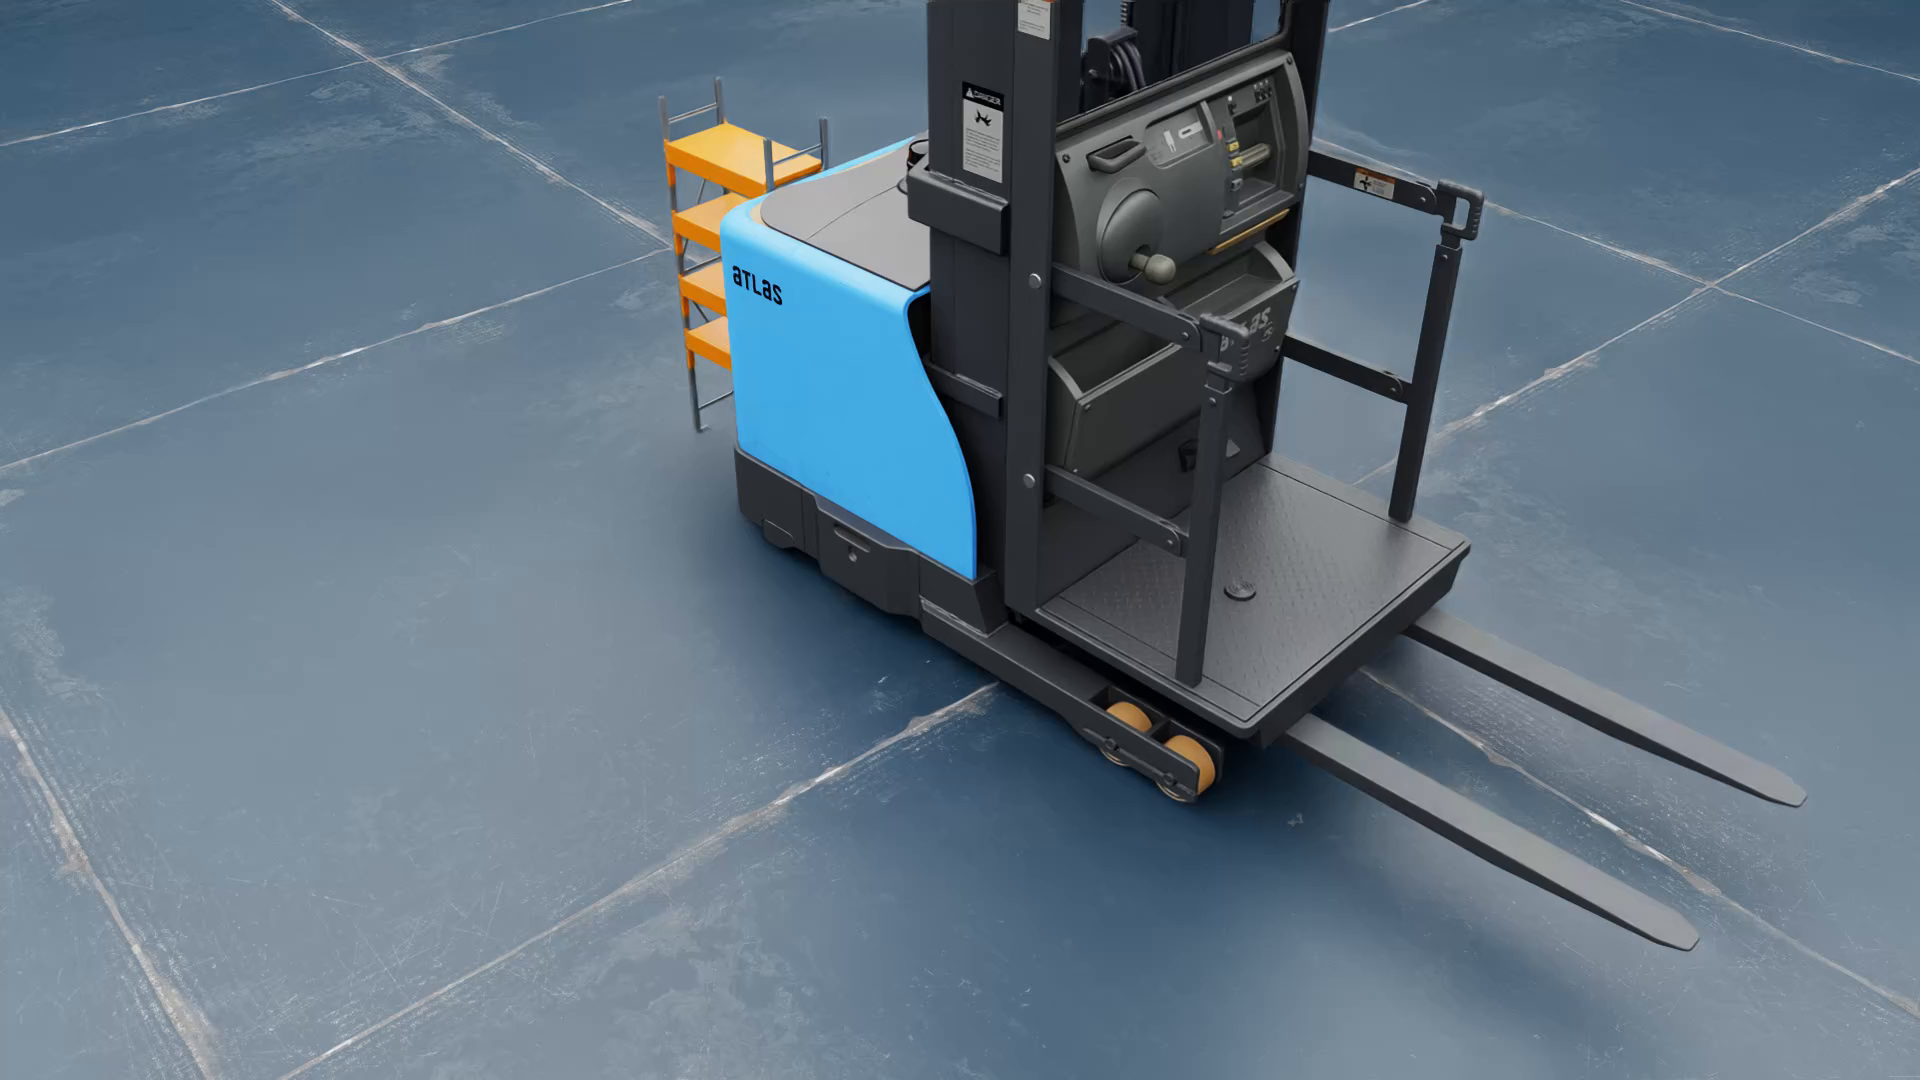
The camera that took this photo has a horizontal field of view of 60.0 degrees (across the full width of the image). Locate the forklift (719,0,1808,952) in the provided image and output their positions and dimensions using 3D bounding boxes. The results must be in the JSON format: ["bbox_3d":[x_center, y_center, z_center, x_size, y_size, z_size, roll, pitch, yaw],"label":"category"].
[{"bbox_3d":[0.714,-0.865,3.935,3.031,2.935,1.130,29,44,34],"label":"forklift"}]

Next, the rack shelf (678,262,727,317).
[{"bbox_3d":[-0.660,-0.761,5.402,0.480,0.148,0.258,29,44,34],"label":"rack shelf"}]

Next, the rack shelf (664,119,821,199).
[{"bbox_3d":[-0.660,-1.136,5.136,0.480,0.148,0.258,29,44,34],"label":"rack shelf"}]

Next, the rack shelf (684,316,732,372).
[{"bbox_3d":[-0.660,-0.599,5.517,0.480,0.148,0.258,29,44,34],"label":"rack shelf"}]

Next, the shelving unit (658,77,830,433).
[{"bbox_3d":[-0.660,-0.816,5.364,0.503,1.200,0.258,29,44,34],"label":"shelving unit"}]

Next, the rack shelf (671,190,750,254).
[{"bbox_3d":[-0.660,-0.943,5.273,0.480,0.148,0.258,29,44,34],"label":"rack shelf"}]

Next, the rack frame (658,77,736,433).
[{"bbox_3d":[-0.837,-0.913,5.501,0.015,1.200,0.240,29,44,34],"label":"rack frame"}]

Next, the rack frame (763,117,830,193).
[{"bbox_3d":[-0.483,-0.719,5.227,0.015,1.200,0.240,29,44,34],"label":"rack frame"}]
